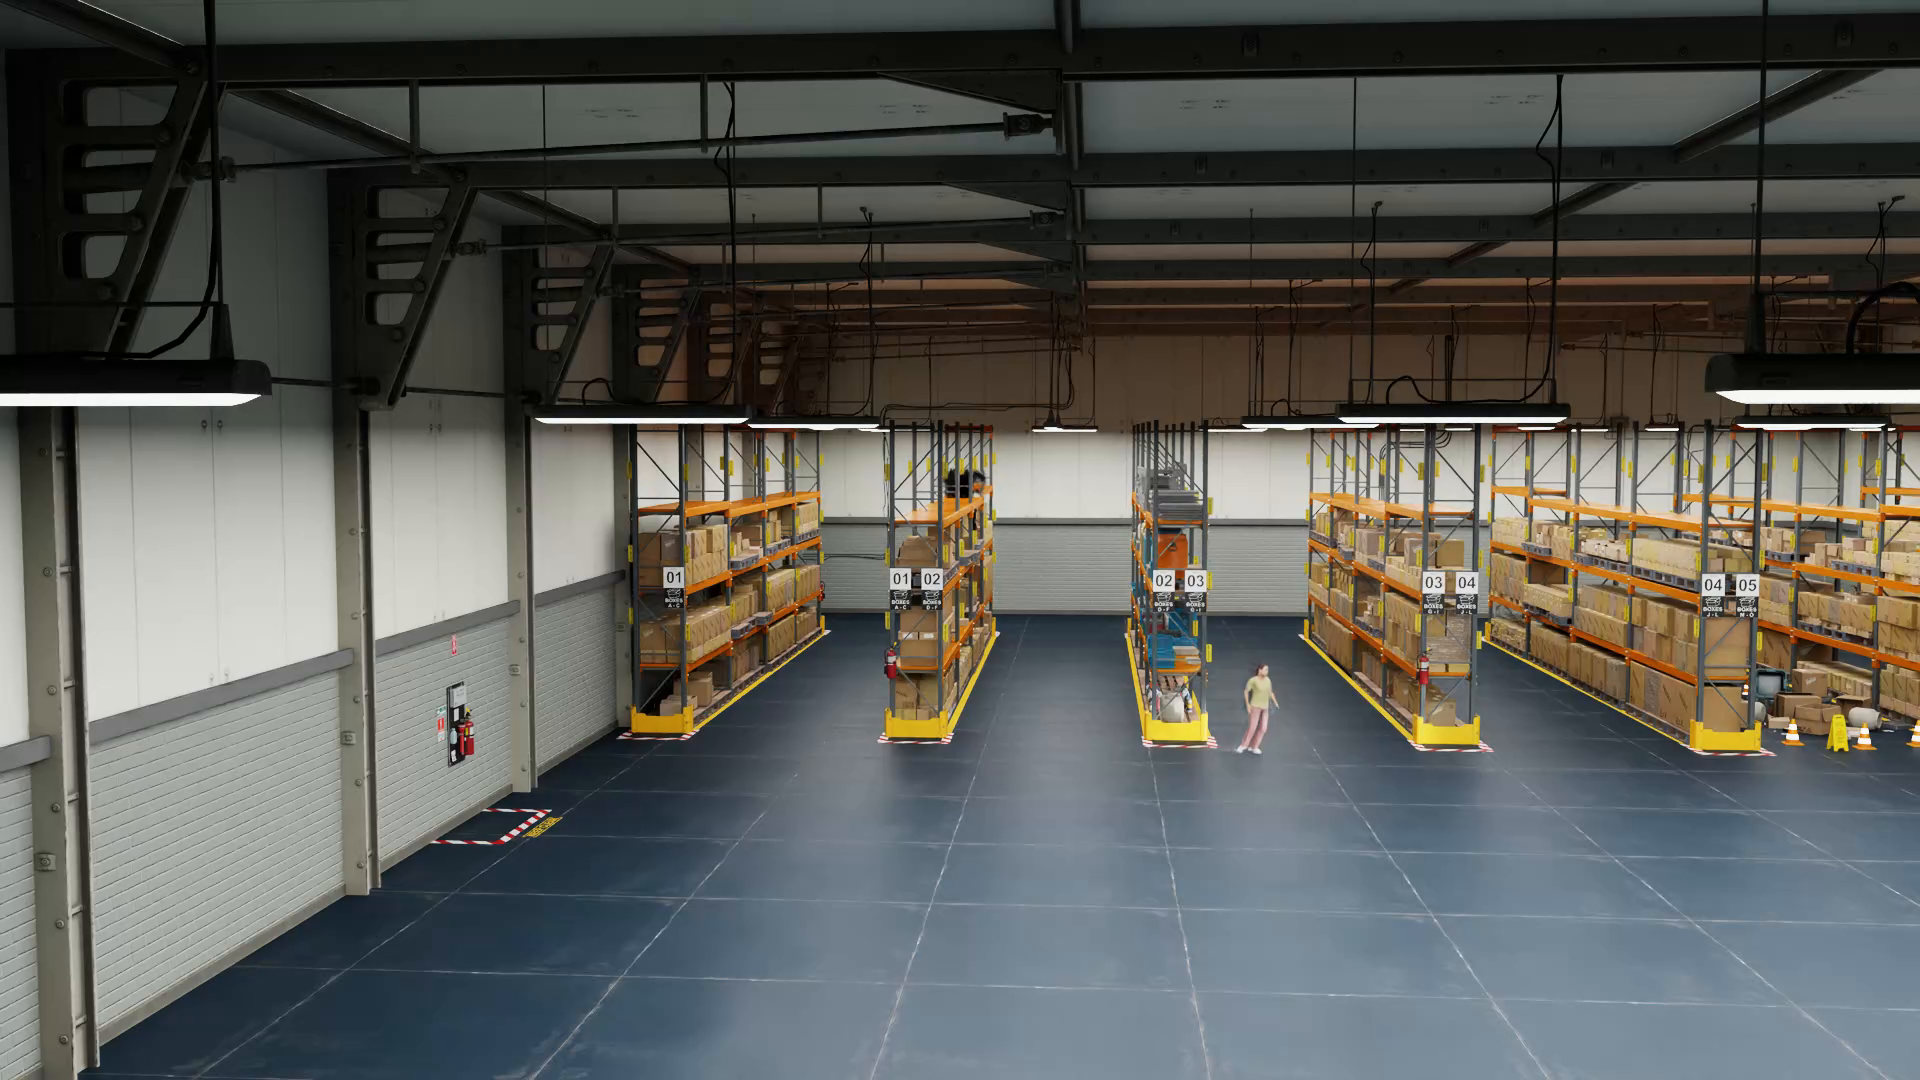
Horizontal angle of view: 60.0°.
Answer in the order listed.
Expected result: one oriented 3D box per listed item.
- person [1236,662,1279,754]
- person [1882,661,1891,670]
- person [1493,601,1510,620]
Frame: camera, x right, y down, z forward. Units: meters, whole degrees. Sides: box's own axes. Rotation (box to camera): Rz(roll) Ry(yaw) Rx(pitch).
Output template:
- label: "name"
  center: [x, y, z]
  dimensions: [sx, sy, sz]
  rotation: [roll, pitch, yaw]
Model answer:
- label: "person"
  center: [5.319, 3.024, 29.794]
  dimensions: [0.714, 1.661, 0.561]
  rotation: [-2, 4, -30]
- label: "person"
  center: [21.022, 2.505, 37.657]
  dimensions: [0.705, 1.681, 0.709]
  rotation: [-1, 4, -13]
- label: "person"
  center: [15.744, 1.867, 48.480]
  dimensions: [0.728, 1.568, 0.535]
  rotation: [-3, 4, -35]
